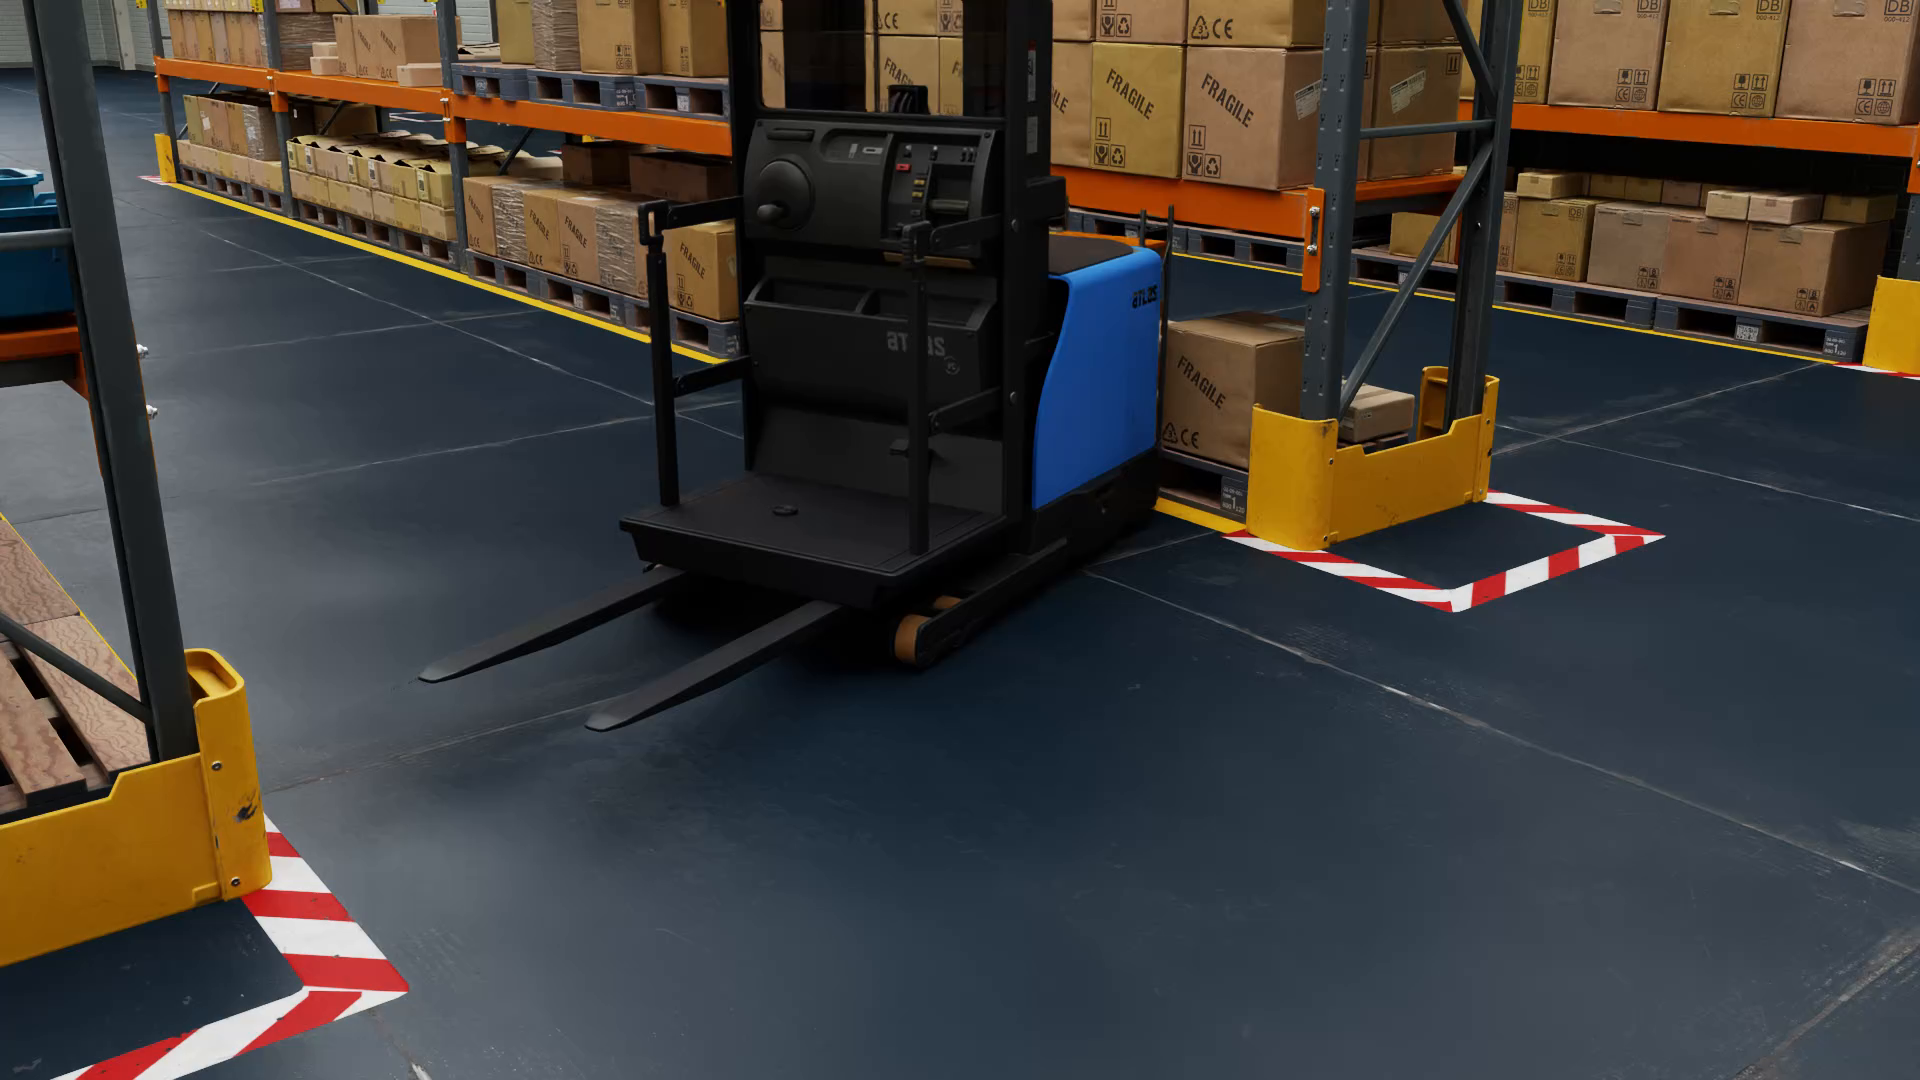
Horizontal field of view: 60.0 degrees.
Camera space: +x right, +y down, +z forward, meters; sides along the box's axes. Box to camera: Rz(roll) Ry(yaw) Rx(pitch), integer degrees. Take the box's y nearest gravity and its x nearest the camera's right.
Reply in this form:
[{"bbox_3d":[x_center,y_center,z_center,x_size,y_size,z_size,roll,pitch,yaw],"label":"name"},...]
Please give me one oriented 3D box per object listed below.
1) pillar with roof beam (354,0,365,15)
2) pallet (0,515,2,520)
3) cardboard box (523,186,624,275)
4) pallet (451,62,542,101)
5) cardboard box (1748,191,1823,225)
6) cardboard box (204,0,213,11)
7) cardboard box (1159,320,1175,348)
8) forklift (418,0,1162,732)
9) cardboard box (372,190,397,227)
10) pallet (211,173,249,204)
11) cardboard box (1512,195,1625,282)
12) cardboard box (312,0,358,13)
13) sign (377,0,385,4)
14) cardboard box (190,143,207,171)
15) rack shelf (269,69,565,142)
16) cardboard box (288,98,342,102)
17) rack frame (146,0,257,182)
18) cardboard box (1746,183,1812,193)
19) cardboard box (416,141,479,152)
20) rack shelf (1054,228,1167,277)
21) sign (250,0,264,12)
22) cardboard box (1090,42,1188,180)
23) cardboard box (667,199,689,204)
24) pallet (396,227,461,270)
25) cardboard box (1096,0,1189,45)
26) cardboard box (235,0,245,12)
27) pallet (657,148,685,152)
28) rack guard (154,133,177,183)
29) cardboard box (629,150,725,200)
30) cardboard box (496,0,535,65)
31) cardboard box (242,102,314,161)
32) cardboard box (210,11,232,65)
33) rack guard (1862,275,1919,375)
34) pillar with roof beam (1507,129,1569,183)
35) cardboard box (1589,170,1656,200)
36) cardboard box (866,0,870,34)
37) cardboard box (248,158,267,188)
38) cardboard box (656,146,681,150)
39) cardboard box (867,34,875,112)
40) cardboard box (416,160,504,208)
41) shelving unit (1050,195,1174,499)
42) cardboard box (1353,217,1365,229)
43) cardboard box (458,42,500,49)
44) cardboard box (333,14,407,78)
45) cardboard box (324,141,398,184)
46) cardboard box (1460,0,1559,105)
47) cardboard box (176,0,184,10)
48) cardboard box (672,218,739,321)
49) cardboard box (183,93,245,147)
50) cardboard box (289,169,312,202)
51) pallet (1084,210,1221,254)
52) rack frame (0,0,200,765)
[{"bbox_3d":[-14.071,-11.382,26.420,9.100,9.000,0.400,-14,23,-36],"label":"pillar with roof beam"},{"bbox_3d":[-4.187,-0.033,6.126,1.003,0.211,1.213,-14,23,-36],"label":"pallet"},{"bbox_3d":[-2.577,-2.084,11.160,0.500,0.500,0.500,-14,23,-37],"label":"cardboard box"},{"bbox_3d":[-2.796,-3.237,11.673,1.213,0.211,1.003,-14,23,-36],"label":"pallet"},{"bbox_3d":[4.840,-1.948,9.750,0.380,0.149,0.250,-14,23,-37],"label":"cardboard box"},{"bbox_3d":[-7.211,-5.291,16.378,0.380,0.149,0.250,-14,23,-36],"label":"cardboard box"},{"bbox_3d":[0.959,-0.850,7.831,0.500,0.250,0.500,-14,23,-36],"label":"cardboard box"},{"bbox_3d":[-0.413,-1.160,5.203,1.130,2.935,3.031,11,21,29],"label":"forklift"},{"bbox_3d":[-4.423,-2.709,13.477,0.500,0.250,0.500,-13,23,-35],"label":"cardboard box"},{"bbox_3d":[-6.978,-3.649,17.045,1.003,0.211,1.213,-14,23,-36],"label":"pallet"},{"bbox_3d":[4.102,-2.021,11.002,0.700,0.500,0.500,-13,23,-35],"label":"cardboard box"},{"bbox_3d":[-5.771,-4.927,15.279,0.380,0.149,0.250,-14,23,-36],"label":"cardboard box"},{"bbox_3d":[-5.336,-5.088,15.240,0.100,0.325,0.005,-14,23,-36],"label":"sign"},{"bbox_3d":[-7.767,-4.049,17.525,0.500,0.250,0.500,-14,23,-36],"label":"cardboard box"},{"bbox_3d":[-4.514,-3.633,13.707,1.077,0.370,4.000,-14,23,-36],"label":"rack shelf"},{"bbox_3d":[-6.419,-4.139,16.604,0.500,0.500,0.500,-14,23,-36],"label":"cardboard box"},{"bbox_3d":[-8.239,-5.453,18.059,1.000,3.000,0.127,-14,23,-36],"label":"rack frame"},{"bbox_3d":[4.982,-2.085,10.163,0.380,0.149,0.250,-14,23,-36],"label":"cardboard box"},{"bbox_3d":[-4.334,-3.209,14.095,0.500,0.311,0.500,-14,23,-37],"label":"cardboard box"},{"bbox_3d":[0.563,-1.136,6.624,0.480,0.148,0.258,13,21,33],"label":"rack shelf"},{"bbox_3d":[-6.190,-4.807,14.605,0.100,0.325,0.005,-14,23,-36],"label":"sign"},{"bbox_3d":[0.879,-1.742,6.693,0.500,0.500,0.500,-14,23,-36],"label":"cardboard box"},{"bbox_3d":[-1.542,-1.939,10.723,0.500,0.500,0.500,-14,23,-35],"label":"cardboard box"},{"bbox_3d":[-3.753,-2.368,13.179,1.003,0.211,1.213,-14,23,-36],"label":"pallet"},{"bbox_3d":[0.889,-2.213,6.524,0.500,0.500,0.500,-13,22,-35],"label":"cardboard box"},{"bbox_3d":[-6.573,-5.038,15.614,0.380,0.149,0.250,-14,23,-36],"label":"cardboard box"},{"bbox_3d":[-3.081,-4.571,19.830,1.003,0.211,1.213,-14,23,-36],"label":"pallet"},{"bbox_3d":[-8.254,-4.272,18.470,1.175,0.500,0.348,-14,23,-36],"label":"rack guard"},{"bbox_3d":[-1.831,-2.411,10.955,0.500,0.250,0.500,-15,23,-37],"label":"cardboard box"},{"bbox_3d":[-2.793,-3.595,11.622,0.500,0.500,0.700,11,21,30],"label":"cardboard box"},{"bbox_3d":[-6.516,-3.915,15.926,0.500,0.500,0.500,-14,23,-36],"label":"cardboard box"},{"bbox_3d":[-6.996,-5.002,16.538,0.700,0.500,0.500,-13,22,-35],"label":"cardboard box"},{"bbox_3d":[5.591,-1.286,9.450,1.175,0.500,0.348,-14,23,-36],"label":"rack guard"},{"bbox_3d":[0.830,-5.468,8.560,9.100,9.000,0.400,-14,23,-36],"label":"pillar with roof beam"},{"bbox_3d":[4.352,-2.335,10.918,0.380,0.149,0.250,-14,23,-37],"label":"cardboard box"},{"bbox_3d":[-0.396,-2.720,8.056,0.500,0.500,0.500,-15,23,-38],"label":"cardboard box"},{"bbox_3d":[-6.518,-3.558,16.042,0.500,0.250,0.500,-14,23,-36],"label":"cardboard box"},{"bbox_3d":[-3.229,-4.924,19.738,0.700,0.500,0.500,-16,24,-39],"label":"cardboard box"},{"bbox_3d":[-0.365,-2.239,8.194,0.500,0.500,0.500,-13,23,-35],"label":"cardboard box"},{"bbox_3d":[-3.790,-2.723,12.628,0.500,0.311,0.500,-13,22,-35],"label":"cardboard box"},{"bbox_3d":[0.556,-0.761,6.743,0.503,1.200,0.258,13,21,33],"label":"shelving unit"},{"bbox_3d":[2.587,-2.777,12.730,0.750,0.750,0.750,-14,23,-35],"label":"cardboard box"},{"bbox_3d":[-3.676,-3.698,12.899,0.500,0.311,0.500,-14,23,-37],"label":"cardboard box"},{"bbox_3d":[-4.965,-4.193,14.093,0.500,0.500,0.500,-12,22,-32],"label":"cardboard box"},{"bbox_3d":[-5.065,-3.226,14.146,0.500,0.311,0.500,-15,23,-38],"label":"cardboard box"},{"bbox_3d":[3.865,-3.288,11.044,0.980,0.700,0.700,-15,23,-37],"label":"cardboard box"},{"bbox_3d":[-7.845,-5.543,17.141,0.380,0.149,0.250,-14,23,-36],"label":"cardboard box"},{"bbox_3d":[-1.320,-1.584,9.651,0.500,0.500,0.500,-14,23,-36],"label":"cardboard box"},{"bbox_3d":[-7.769,-4.405,17.406,0.500,0.500,0.500,-14,23,-36],"label":"cardboard box"},{"bbox_3d":[-5.700,-3.214,15.002,0.500,0.250,0.500,-15,23,-37],"label":"cardboard box"},{"bbox_3d":[1.792,-2.616,13.928,1.003,0.211,1.213,-14,23,-36],"label":"pallet"},{"bbox_3d":[-2.190,-0.545,3.235,1.000,3.000,0.127,-14,23,-36],"label":"rack frame"}]
